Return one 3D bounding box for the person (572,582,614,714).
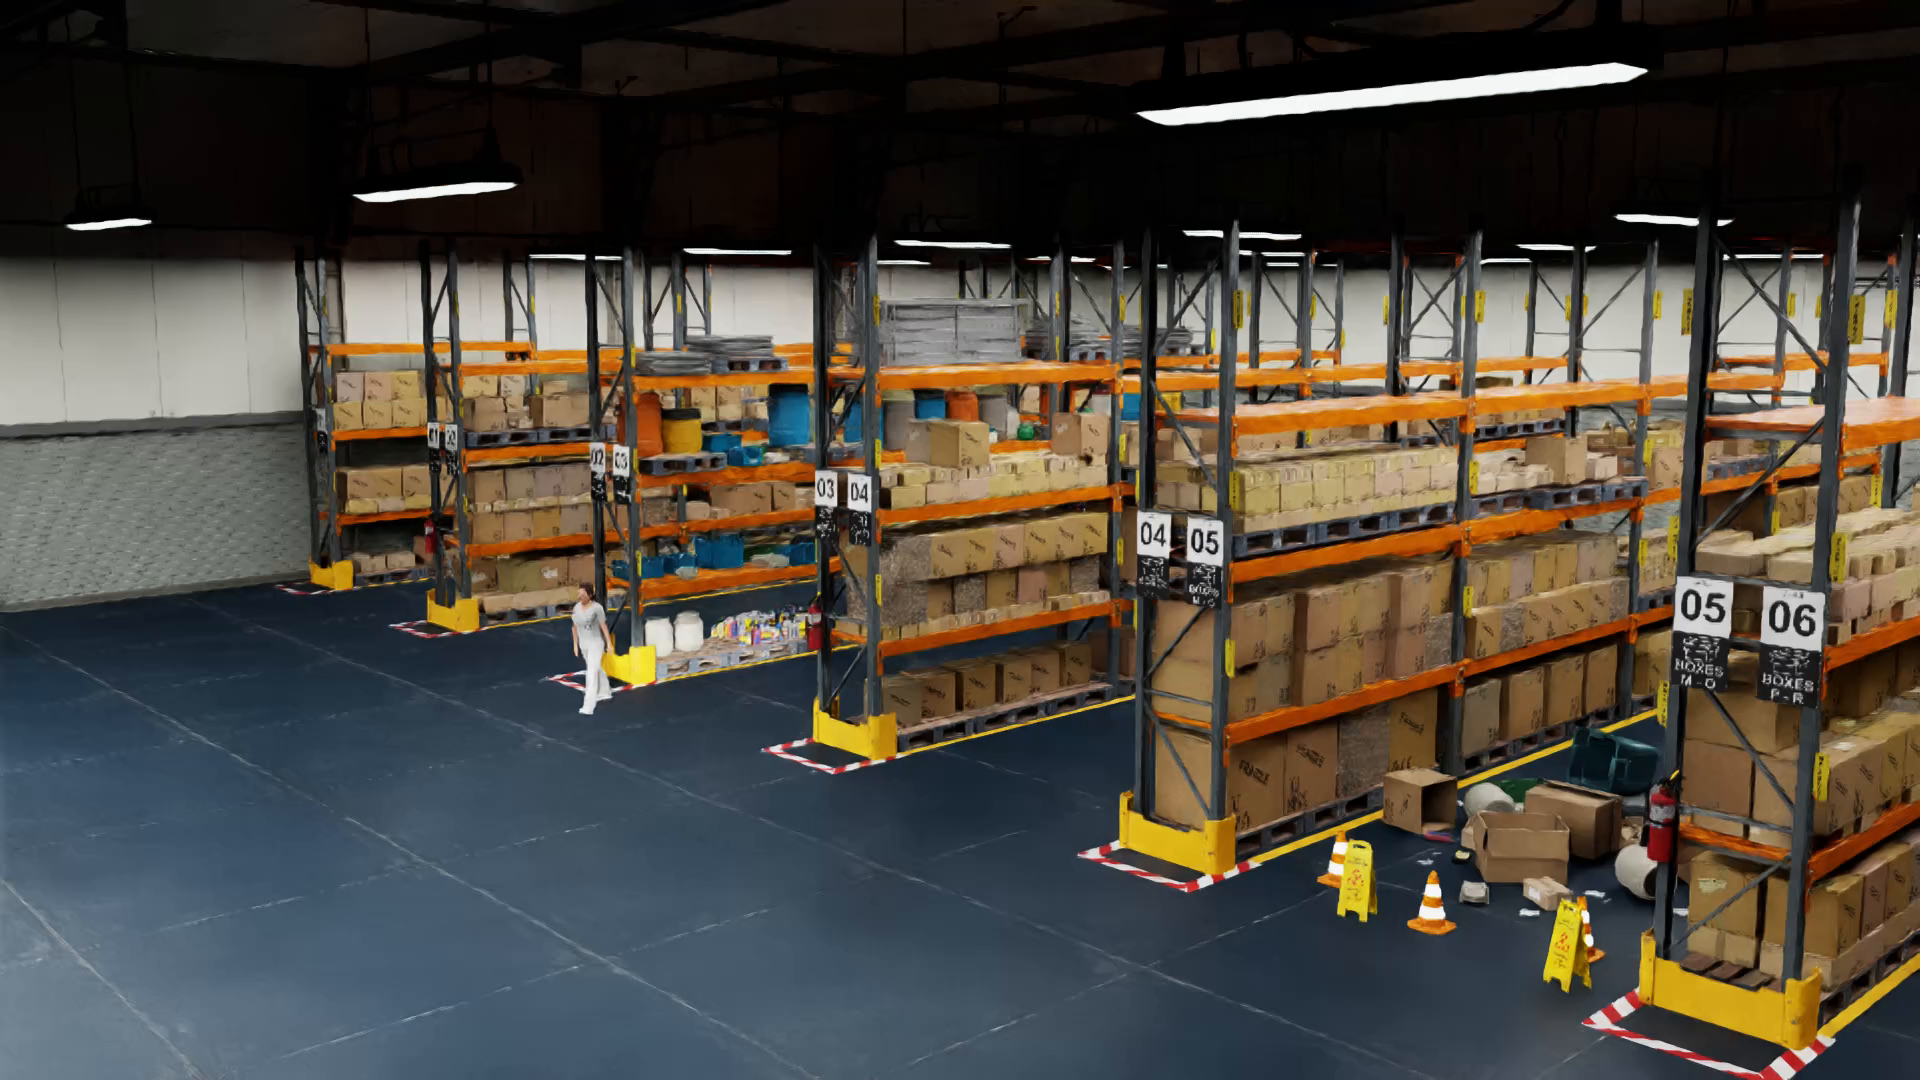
[{"bbox_3d":[-4.641,1.321,20.864,0.481,1.622,0.951,4,9,24],"label":"person"}]
